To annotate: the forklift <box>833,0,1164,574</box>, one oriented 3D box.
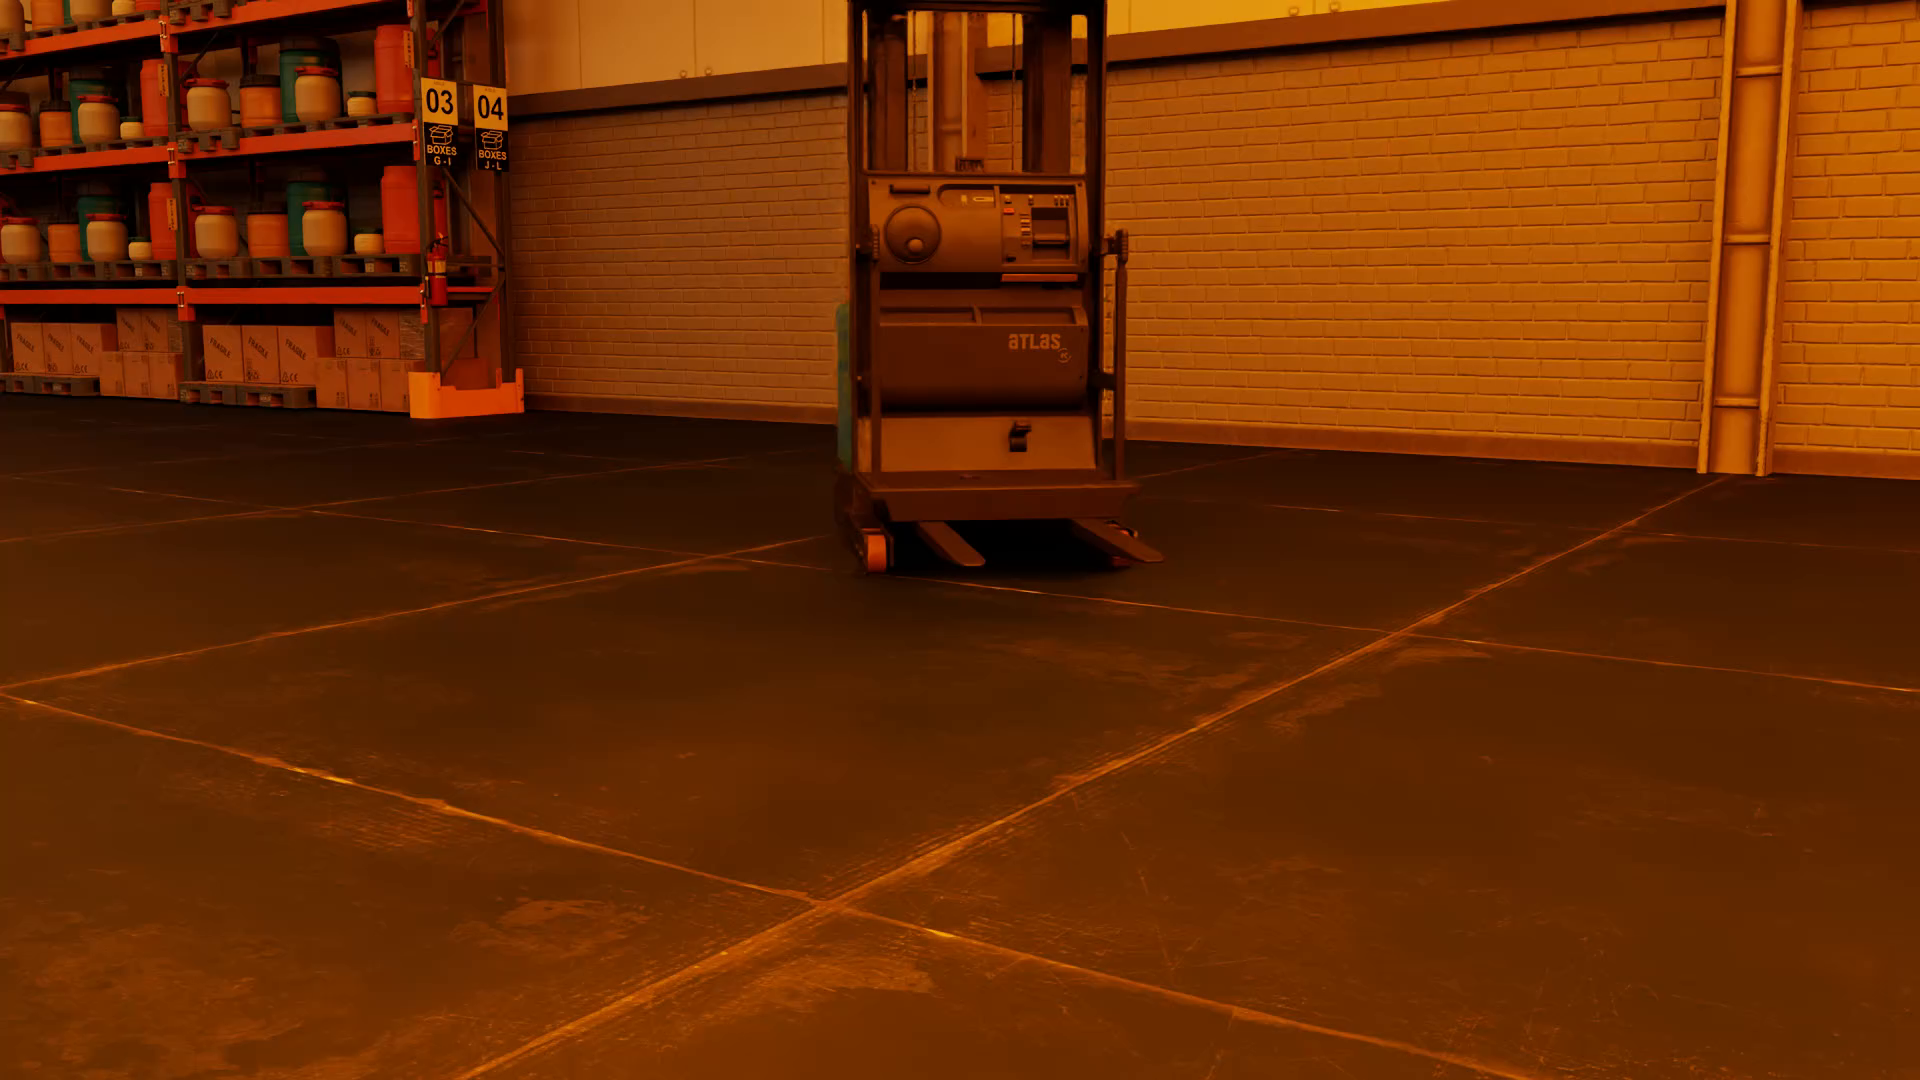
[{"bbox_3d":[0.113,-1.365,6.792,1.130,2.935,3.031,-1,8,-9],"label":"forklift"}]
